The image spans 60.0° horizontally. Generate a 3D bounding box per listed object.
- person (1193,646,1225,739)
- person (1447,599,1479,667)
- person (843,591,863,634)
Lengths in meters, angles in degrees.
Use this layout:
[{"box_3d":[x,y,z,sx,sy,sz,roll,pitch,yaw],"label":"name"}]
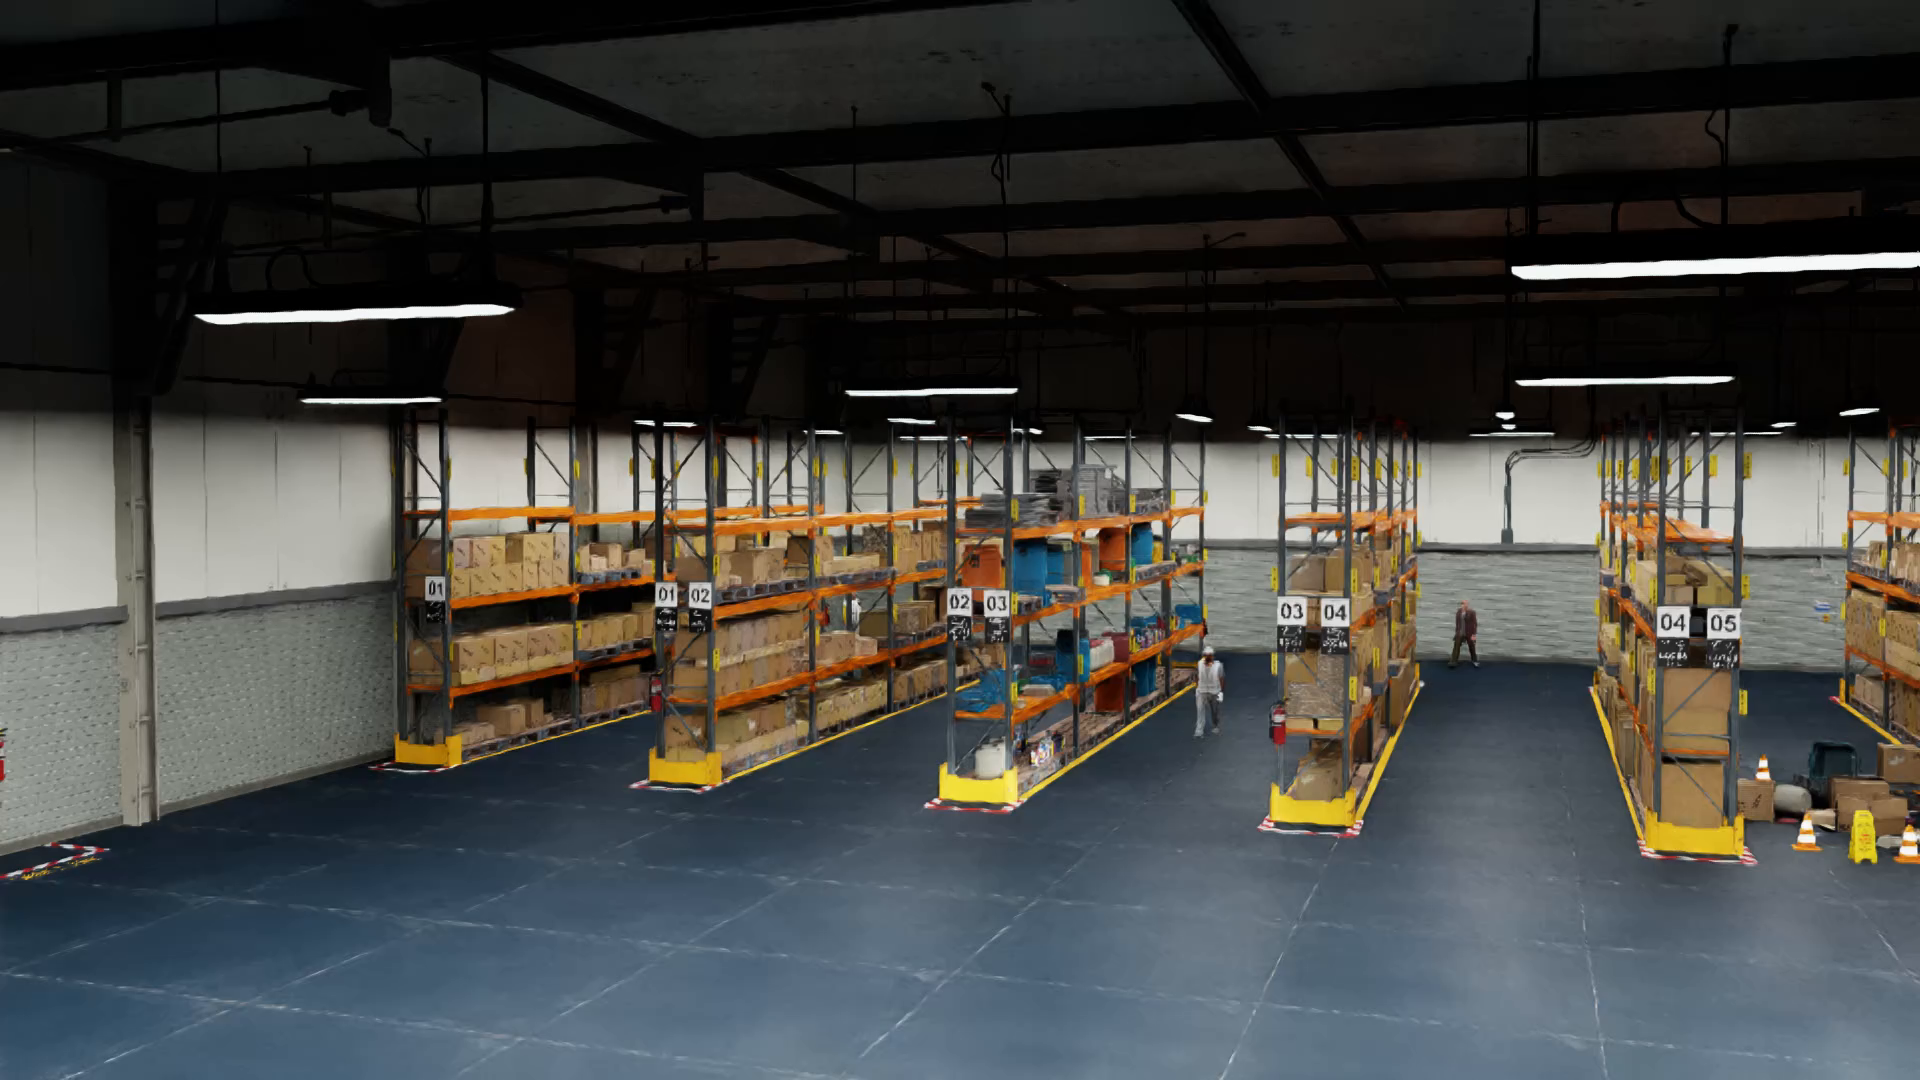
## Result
[{"box_3d":[4.632,2.810,30.891,0.563,1.707,1.127,1,3,16],"label":"person"},{"box_3d":[12.718,2.338,41.909,0.629,1.735,1.017,2,3,42],"label":"person"},{"box_3d":[-3.033,2.195,45.237,0.719,1.750,0.515,-1,3,-30],"label":"person"}]
